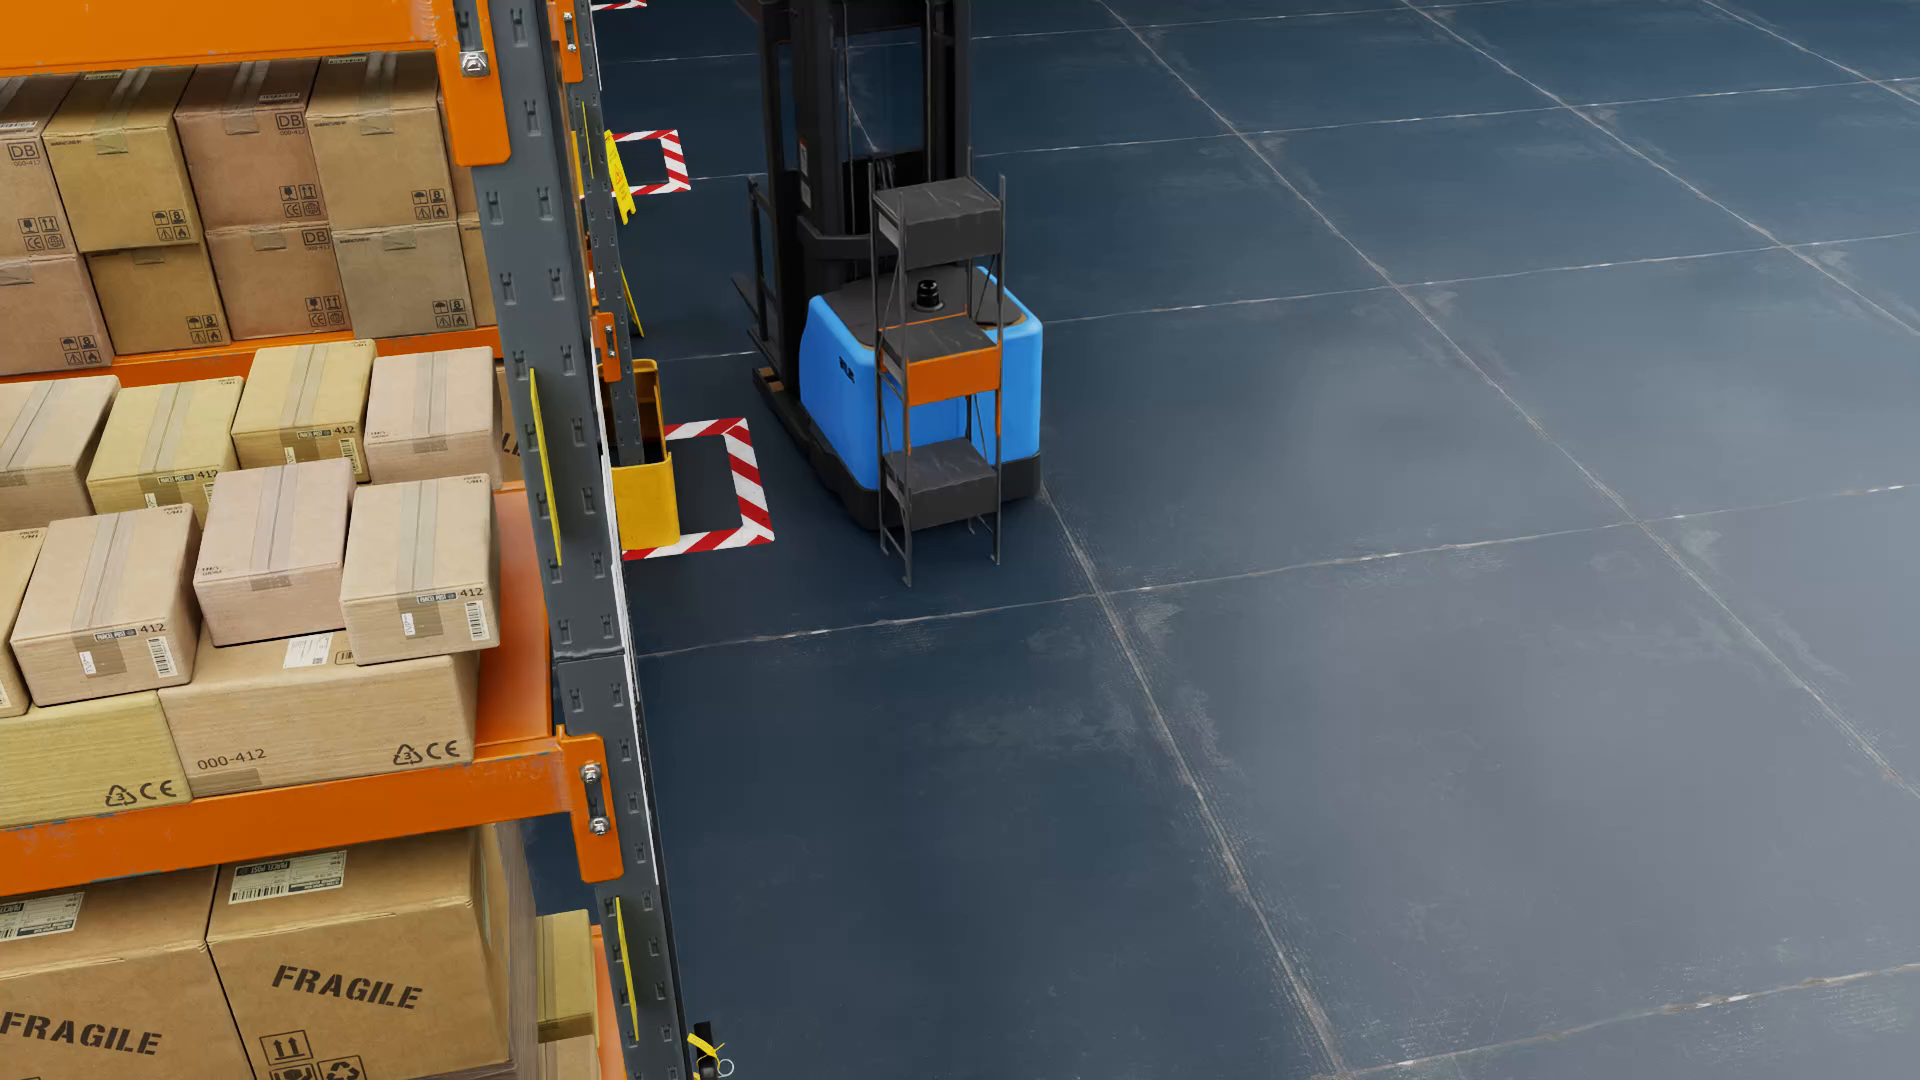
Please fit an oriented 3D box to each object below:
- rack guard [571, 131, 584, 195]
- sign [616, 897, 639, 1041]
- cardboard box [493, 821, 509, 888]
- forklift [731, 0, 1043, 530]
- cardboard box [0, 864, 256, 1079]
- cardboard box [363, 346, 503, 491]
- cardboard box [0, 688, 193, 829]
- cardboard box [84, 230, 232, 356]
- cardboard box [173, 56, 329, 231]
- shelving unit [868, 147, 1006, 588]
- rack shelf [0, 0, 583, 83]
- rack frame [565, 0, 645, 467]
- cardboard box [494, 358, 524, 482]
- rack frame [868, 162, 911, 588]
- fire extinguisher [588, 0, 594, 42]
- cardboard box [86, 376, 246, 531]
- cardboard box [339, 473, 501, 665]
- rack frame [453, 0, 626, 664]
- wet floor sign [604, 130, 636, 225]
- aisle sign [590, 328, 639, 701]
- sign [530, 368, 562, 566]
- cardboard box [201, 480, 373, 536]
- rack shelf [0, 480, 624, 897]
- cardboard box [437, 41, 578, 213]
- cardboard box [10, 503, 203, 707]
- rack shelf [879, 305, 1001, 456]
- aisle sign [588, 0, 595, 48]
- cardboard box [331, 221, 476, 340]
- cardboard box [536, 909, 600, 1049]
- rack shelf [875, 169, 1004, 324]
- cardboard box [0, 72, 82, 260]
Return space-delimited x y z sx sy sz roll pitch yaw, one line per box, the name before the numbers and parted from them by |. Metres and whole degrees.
rack guard | -3.046 -3.147 12.991 0.348 0.500 1.175 -7 35 -11
sign | -0.683 0.884 3.418 0.005 0.325 0.100 -7 35 -11
cardboard box | -1.383 0.531 4.013 0.500 0.500 0.500 -7 35 -11
forklift | -0.604 -2.081 9.221 1.130 2.935 3.031 -13 36 -19
cardboard box | -1.755 0.878 3.496 0.500 0.500 0.500 -7 35 -11
cardboard box | -1.106 -0.249 3.514 0.250 0.149 0.380 -7 35 -11
cardboard box | -1.687 0.269 3.100 0.500 0.250 0.500 -7 34 -10
cardboard box | -3.747 -1.341 7.921 0.500 0.550 0.875 -7 35 -11
cardboard box | -3.245 -1.890 7.770 0.550 0.550 0.875 -7 35 -11
shelving unit | -0.106 -0.787 8.039 0.503 2.100 0.431 -13 36 -19
rack shelf | -3.733 -2.217 7.316 4.000 0.370 1.077 -7 35 -11
rack frame | -1.782 -1.516 8.318 0.127 3.000 1.000 -7 35 -11
cardboard box | -2.429 -0.689 8.615 0.875 0.875 0.875 -7 34 -10
rack frame | -0.331 -0.734 7.959 0.015 2.100 0.400 -13 36 -19
fire extinguisher | -2.759 -3.926 11.978 0.183 0.674 0.296 -7 35 -11
cardboard box | -1.599 -0.172 3.399 0.250 0.149 0.380 -8 35 -11
cardboard box | -0.988 0.047 3.073 0.250 0.149 0.380 -7 35 -11
rack frame | -0.786 -1.299 2.610 0.127 3.000 1.000 -7 35 -11
wet floor sign | -2.551 -2.658 12.133 0.232 0.644 0.267 4 34 6
aisle sign | -0.792 -0.058 3.812 0.004 0.787 0.394 -7 35 -11
sign | -0.683 -0.117 2.746 0.005 0.325 0.100 -7 35 -11
cardboard box | -1.313 -0.073 3.609 0.500 0.250 0.500 -6 34 -9
rack shelf | -2.737 0.491 3.280 4.000 0.370 1.077 -7 35 -11
cardboard box | -2.152 -2.003 7.938 0.550 0.550 0.875 -7 35 -11
cardboard box | -1.511 0.108 2.982 0.250 0.149 0.380 -9 35 -13
rack shelf | -0.106 -0.776 8.047 0.480 0.518 0.431 -13 36 -19
aisle sign | -1.779 -2.768 7.849 0.004 0.787 0.394 -7 35 -11
cardboard box | -2.665 -1.429 8.053 0.550 0.550 0.875 -7 35 -11
cardboard box | -1.117 1.202 4.493 0.250 0.149 0.380 -7 35 -11
rack shelf | -0.106 -1.357 7.657 0.480 0.518 0.431 -13 36 -19
cardboard box | -4.248 -1.684 7.465 0.550 0.550 0.875 -7 35 -11
